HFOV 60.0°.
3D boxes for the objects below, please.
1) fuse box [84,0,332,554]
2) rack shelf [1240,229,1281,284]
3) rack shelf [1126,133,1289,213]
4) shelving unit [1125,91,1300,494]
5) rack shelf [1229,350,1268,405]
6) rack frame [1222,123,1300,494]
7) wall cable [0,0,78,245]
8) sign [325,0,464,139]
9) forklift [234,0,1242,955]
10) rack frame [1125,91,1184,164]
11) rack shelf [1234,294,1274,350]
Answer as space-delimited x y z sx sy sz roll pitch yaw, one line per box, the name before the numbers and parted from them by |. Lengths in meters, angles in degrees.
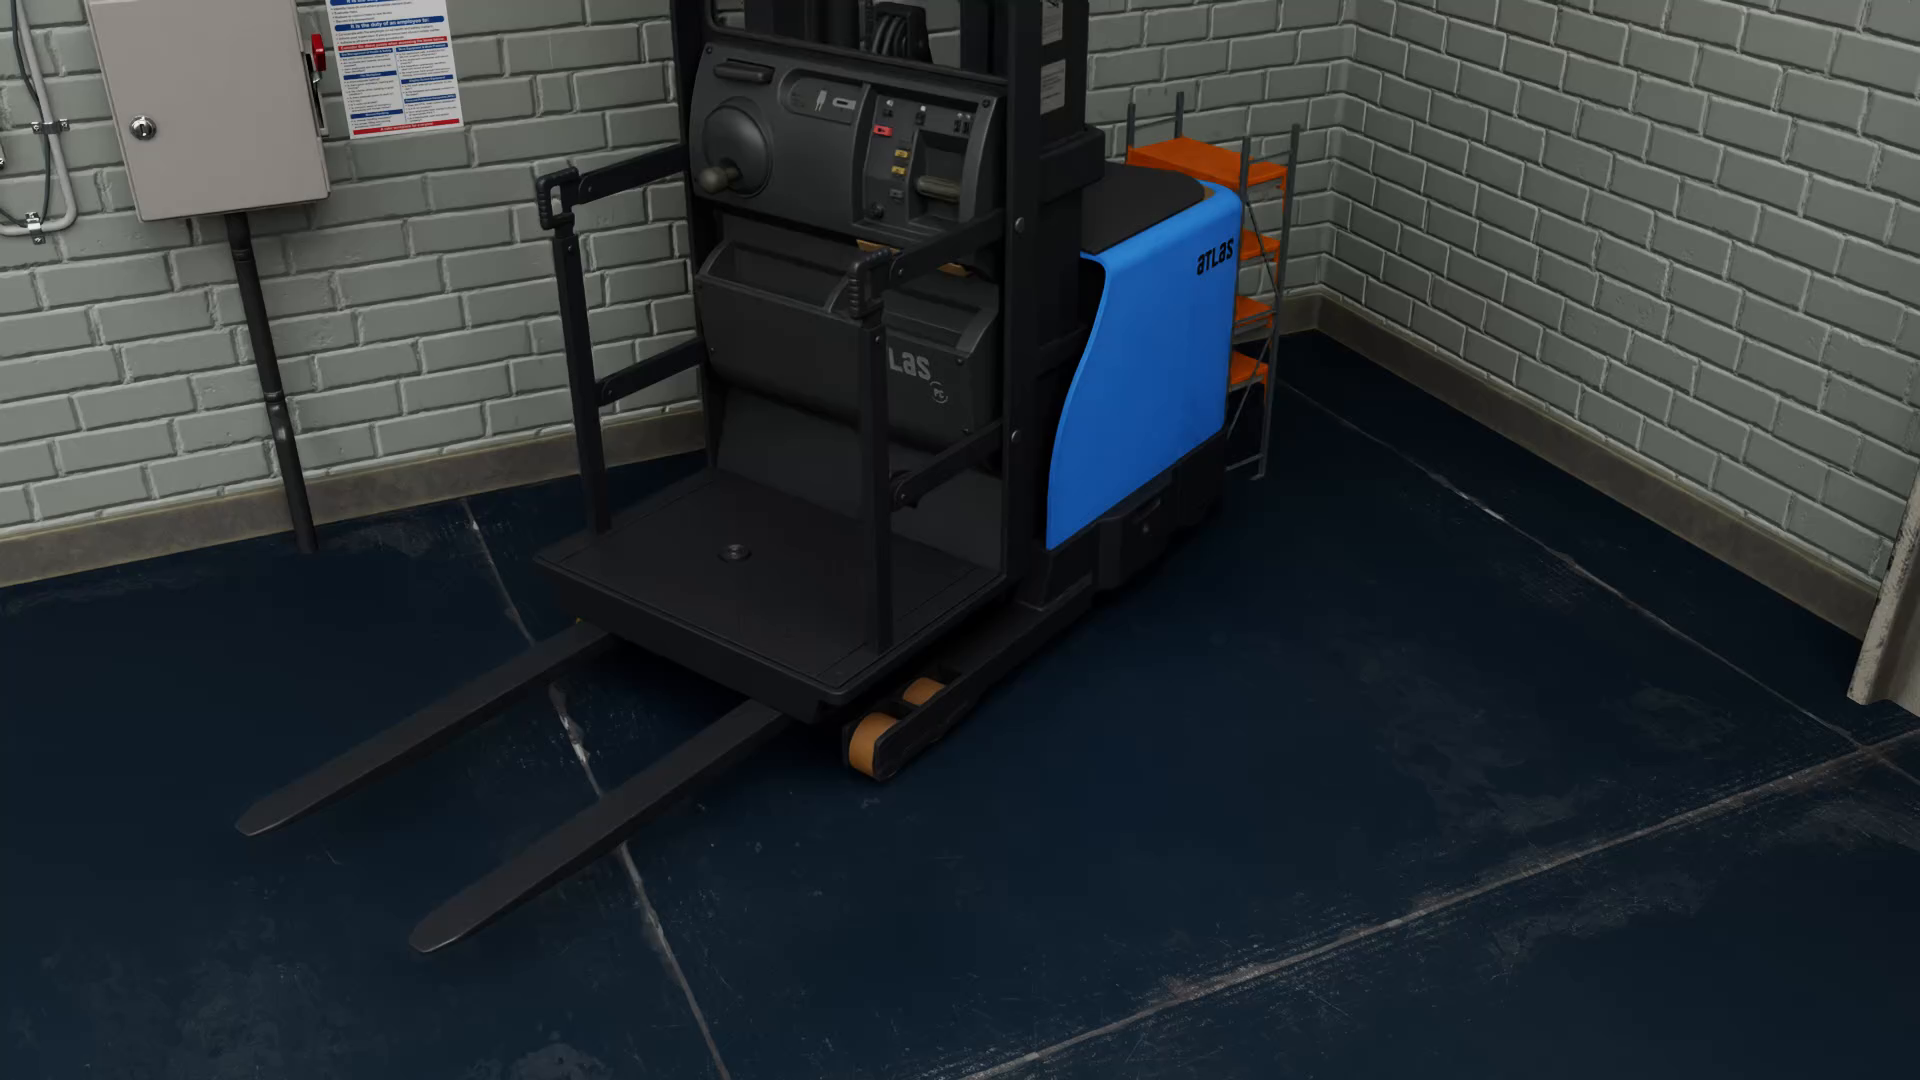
fuse box | -2.000 -0.711 4.768 0.539 1.711 0.414 -13 32 -22
rack shelf | 0.782 -0.935 5.372 0.258 0.148 0.480 -22 36 -33
rack shelf | 0.782 -1.142 5.256 0.258 0.148 0.480 -22 36 -33
shelving unit | 0.782 -0.799 5.448 0.258 1.200 0.503 -22 36 -33
rack shelf | 0.782 -0.567 5.578 0.258 0.148 0.480 -22 36 -33
rack frame | 0.936 -0.706 5.283 0.240 1.200 0.015 -22 36 -33
wall cable | -2.684 -1.642 4.073 0.588 1.984 0.122 -13 32 -22
sign | -1.642 -1.427 4.824 0.329 0.494 0.001 -13 32 -22
forklift | -0.432 -0.949 3.945 1.130 2.935 3.031 20 35 31
rack frame | 0.629 -0.892 5.614 0.240 1.200 0.015 -22 36 -33
rack shelf | 0.782 -0.740 5.481 0.258 0.148 0.480 -22 36 -33
